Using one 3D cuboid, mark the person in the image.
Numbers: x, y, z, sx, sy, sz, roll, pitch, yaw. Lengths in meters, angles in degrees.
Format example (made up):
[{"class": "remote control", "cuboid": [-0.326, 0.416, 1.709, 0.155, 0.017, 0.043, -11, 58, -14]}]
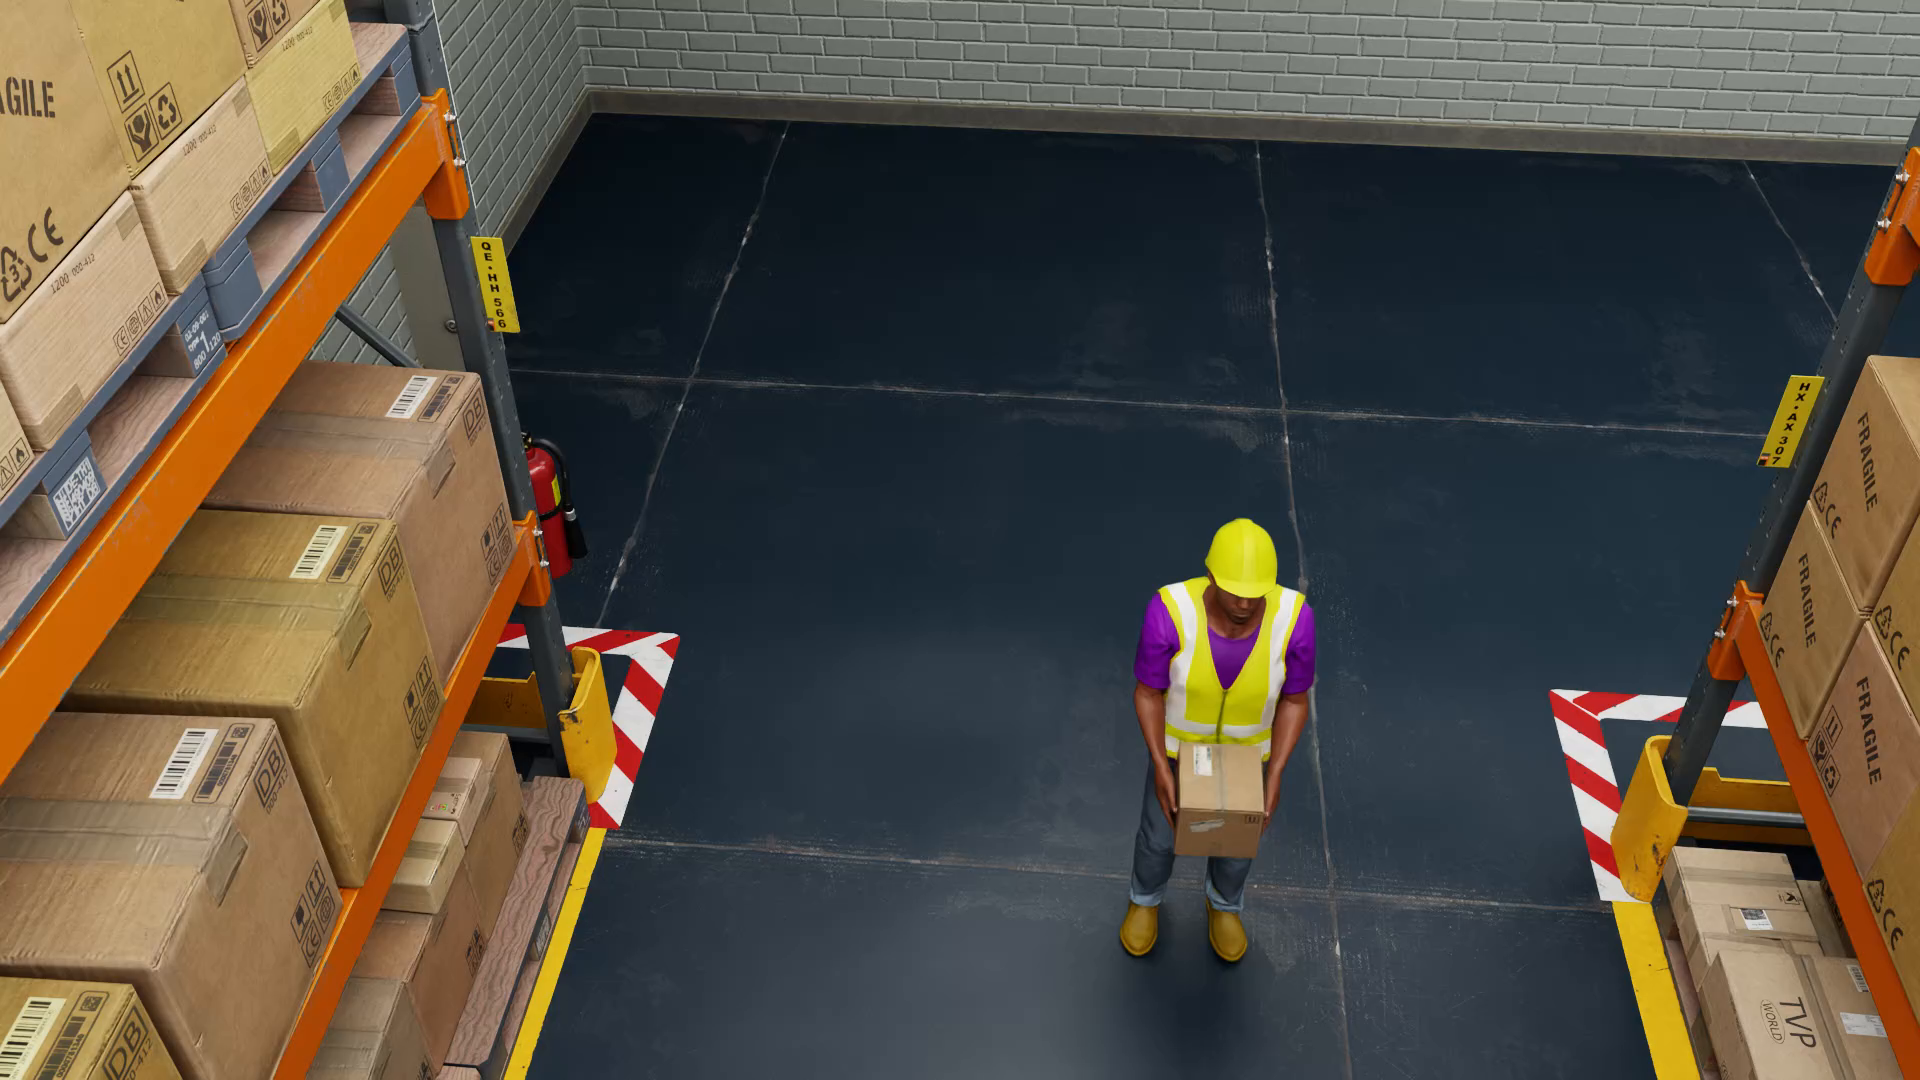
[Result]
[{"class": "person", "cuboid": [0.811, 0.698, 5.299, 0.558, 1.769, 0.520, 3, 40, 3]}]
